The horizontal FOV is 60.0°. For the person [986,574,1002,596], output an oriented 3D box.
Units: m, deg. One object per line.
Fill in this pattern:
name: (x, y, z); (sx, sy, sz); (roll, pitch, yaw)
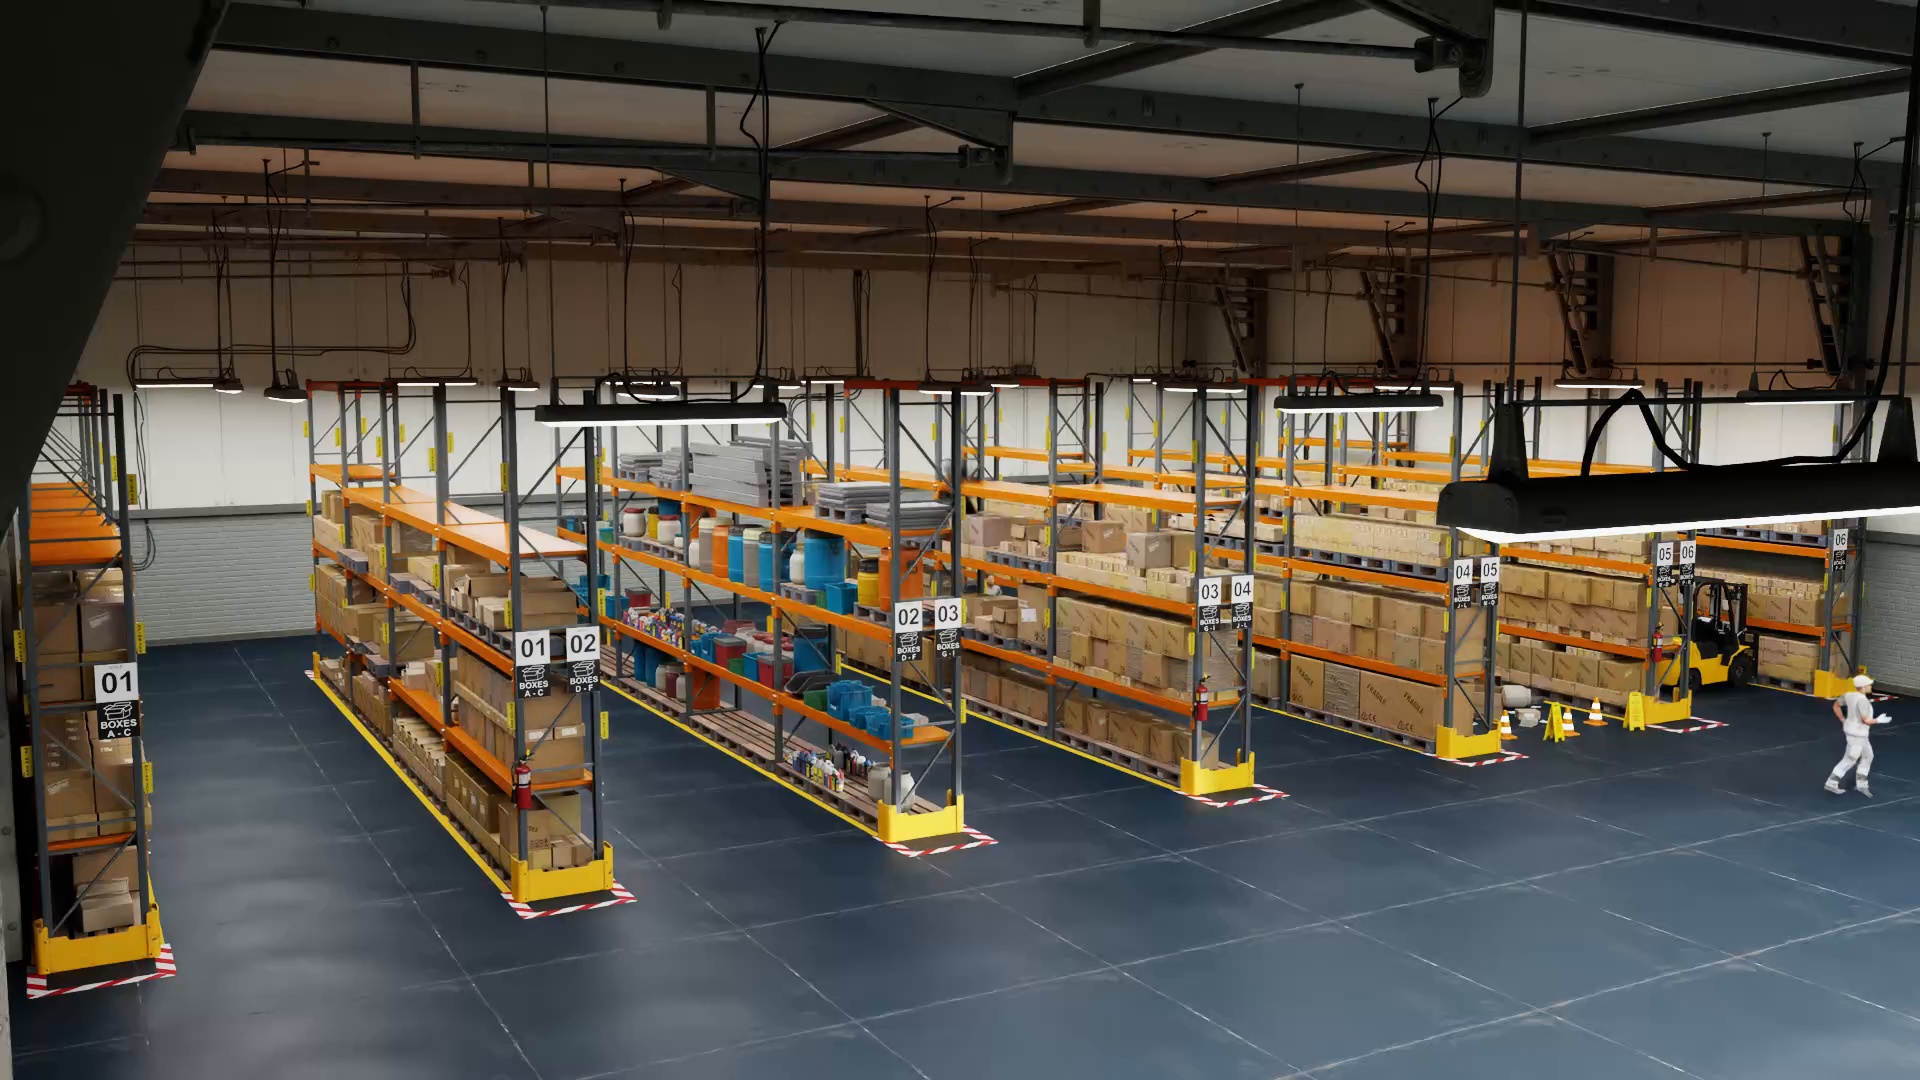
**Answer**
person: (0.690, 1.579, 36.908); (0.557, 1.682, 0.894); (-2, 6, -20)

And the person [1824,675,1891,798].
person: (13.061, 2.879, 24.220); (0.828, 1.846, 0.600); (2, 6, 14)
